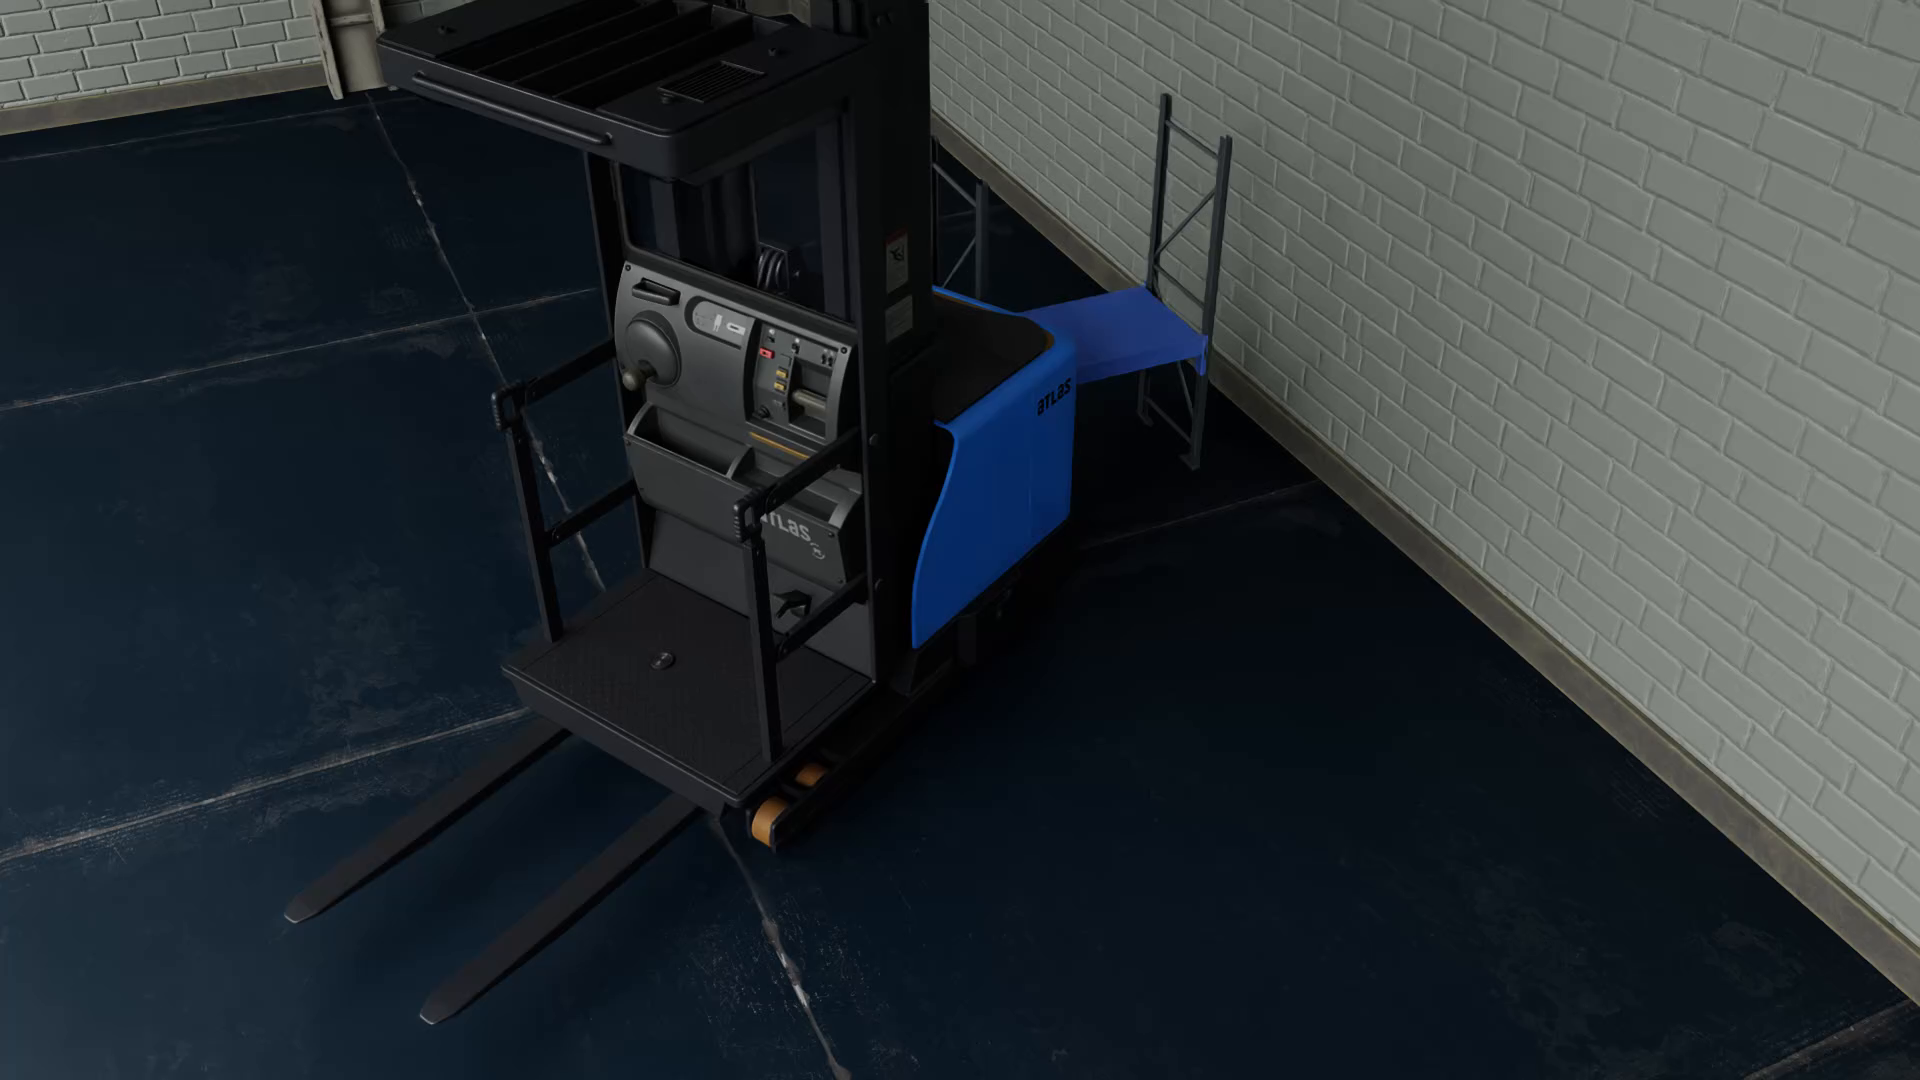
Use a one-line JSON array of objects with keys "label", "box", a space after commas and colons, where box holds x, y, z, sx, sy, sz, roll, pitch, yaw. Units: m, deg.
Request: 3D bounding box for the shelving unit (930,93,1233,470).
[{"label": "shelving unit", "box": [0.451, -0.921, 6.732, 1.048, 1.500, 0.538, -15, 39, -19]}]

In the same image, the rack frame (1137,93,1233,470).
[{"label": "rack frame", "box": [0.915, -1.044, 6.899, 0.032, 1.500, 0.500, -15, 39, -19]}]

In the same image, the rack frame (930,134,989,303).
[{"label": "rack frame", "box": [-0.013, -0.797, 6.566, 0.032, 1.500, 0.500, -15, 39, -19]}]

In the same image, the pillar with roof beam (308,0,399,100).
[{"label": "pillar with roof beam", "box": [-2.005, -4.205, 4.866, 0.400, 9.000, 9.100, -16, 39, -20]}]

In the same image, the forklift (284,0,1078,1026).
[{"label": "forklift", "box": [-0.833, -0.509, 4.976, 1.130, 2.935, 3.031, 23, 43, 28]}]

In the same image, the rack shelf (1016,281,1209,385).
[{"label": "rack shelf", "box": [0.451, -0.776, 6.839, 1.000, 0.185, 0.538, -15, 39, -19]}]
